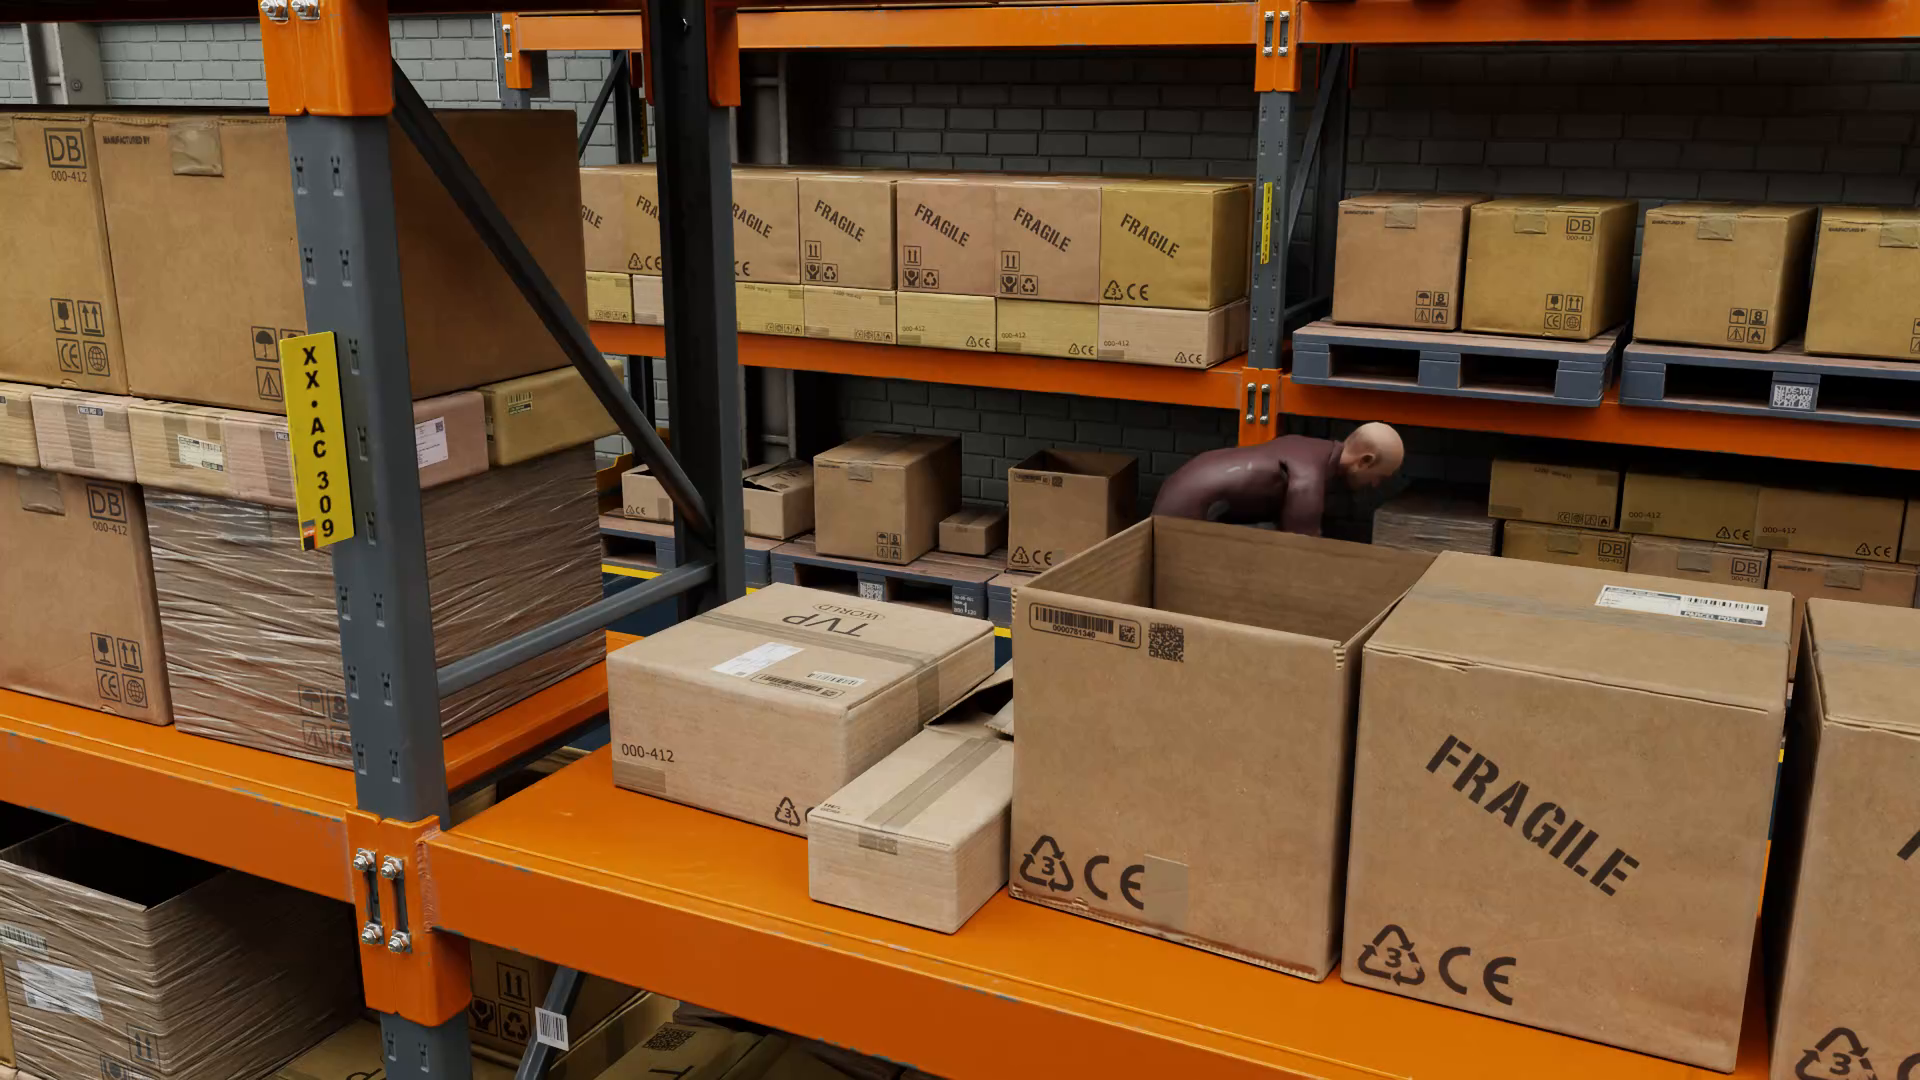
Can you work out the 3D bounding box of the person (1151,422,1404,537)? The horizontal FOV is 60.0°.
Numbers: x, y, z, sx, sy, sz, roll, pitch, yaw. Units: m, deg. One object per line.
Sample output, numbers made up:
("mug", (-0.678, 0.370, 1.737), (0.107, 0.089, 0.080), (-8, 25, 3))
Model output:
("person", (1.159, 0.208, 6.244), (0.914, 1.279, 0.550), (3, 16, 10))
